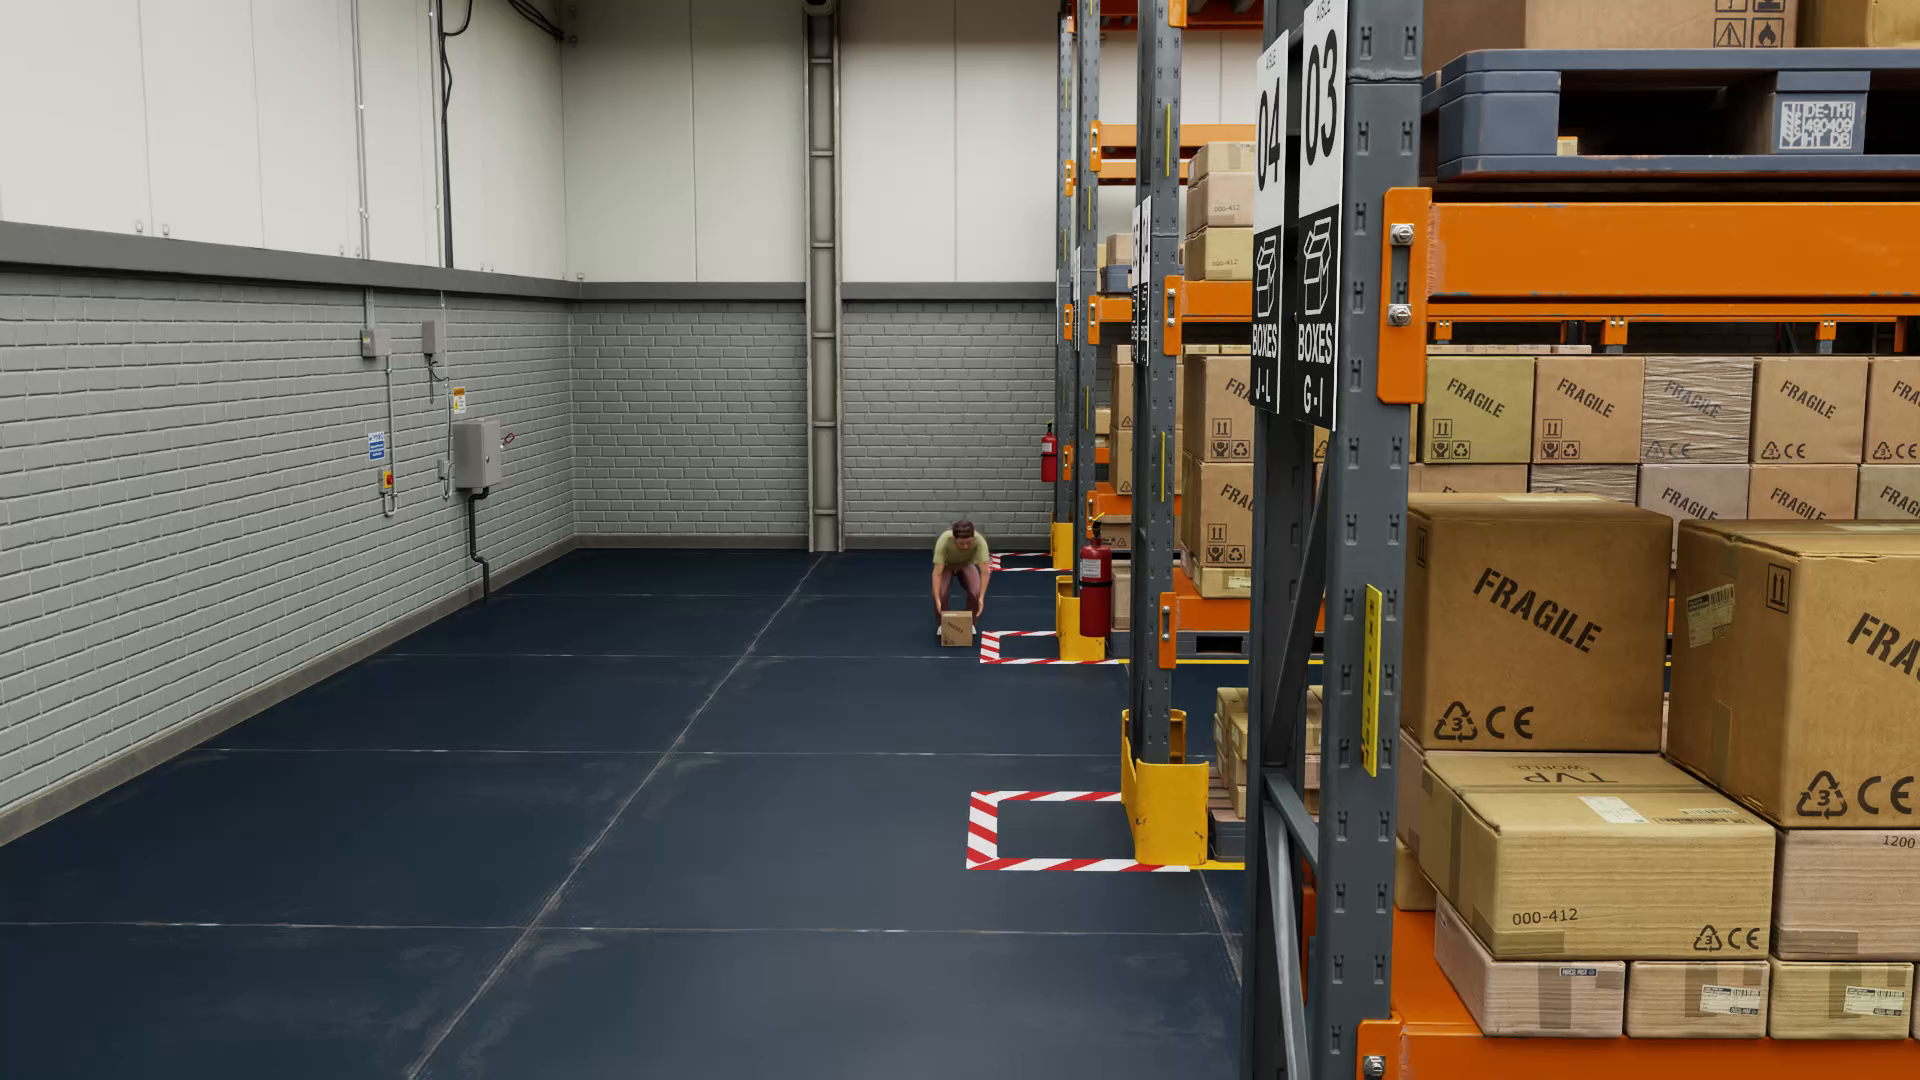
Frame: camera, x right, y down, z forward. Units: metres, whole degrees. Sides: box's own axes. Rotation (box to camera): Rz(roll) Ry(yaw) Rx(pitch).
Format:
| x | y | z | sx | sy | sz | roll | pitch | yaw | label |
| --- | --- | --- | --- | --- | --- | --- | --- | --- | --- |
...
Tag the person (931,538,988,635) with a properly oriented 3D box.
| x | y | z | sx | sy | sz | roll | pitch | yaw | label |
| --- | --- | --- | --- | --- | --- | --- | --- | --- | --- |
| -0.008 | 0.388 | 13.990 | 0.479 | 0.857 | 0.802 | 0 | 7 | -2 | person |
